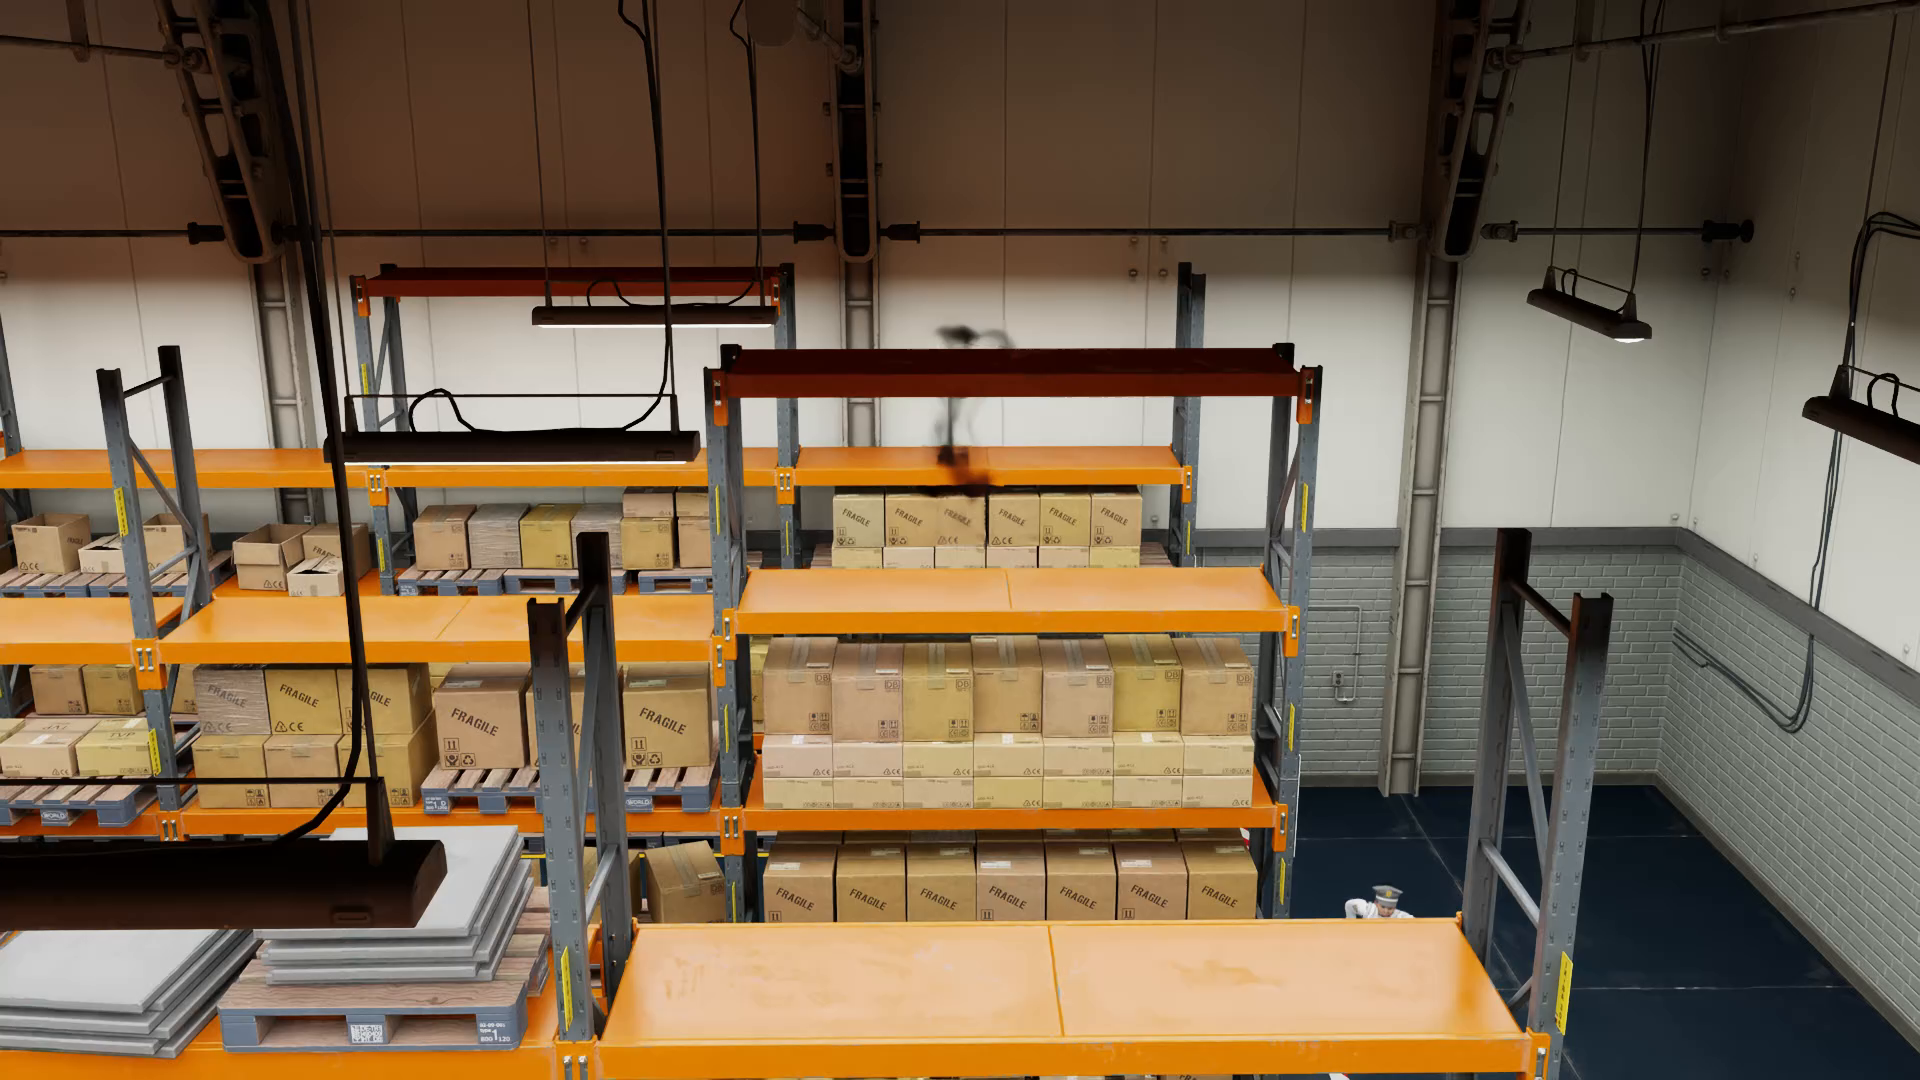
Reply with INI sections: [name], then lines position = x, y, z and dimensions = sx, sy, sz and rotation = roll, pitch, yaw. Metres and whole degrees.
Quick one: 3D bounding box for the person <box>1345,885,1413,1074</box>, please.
[person]
position = 3.448, 3.490, 13.644
dimensions = 0.604, 1.668, 0.900
rotation = 3, 16, 9
